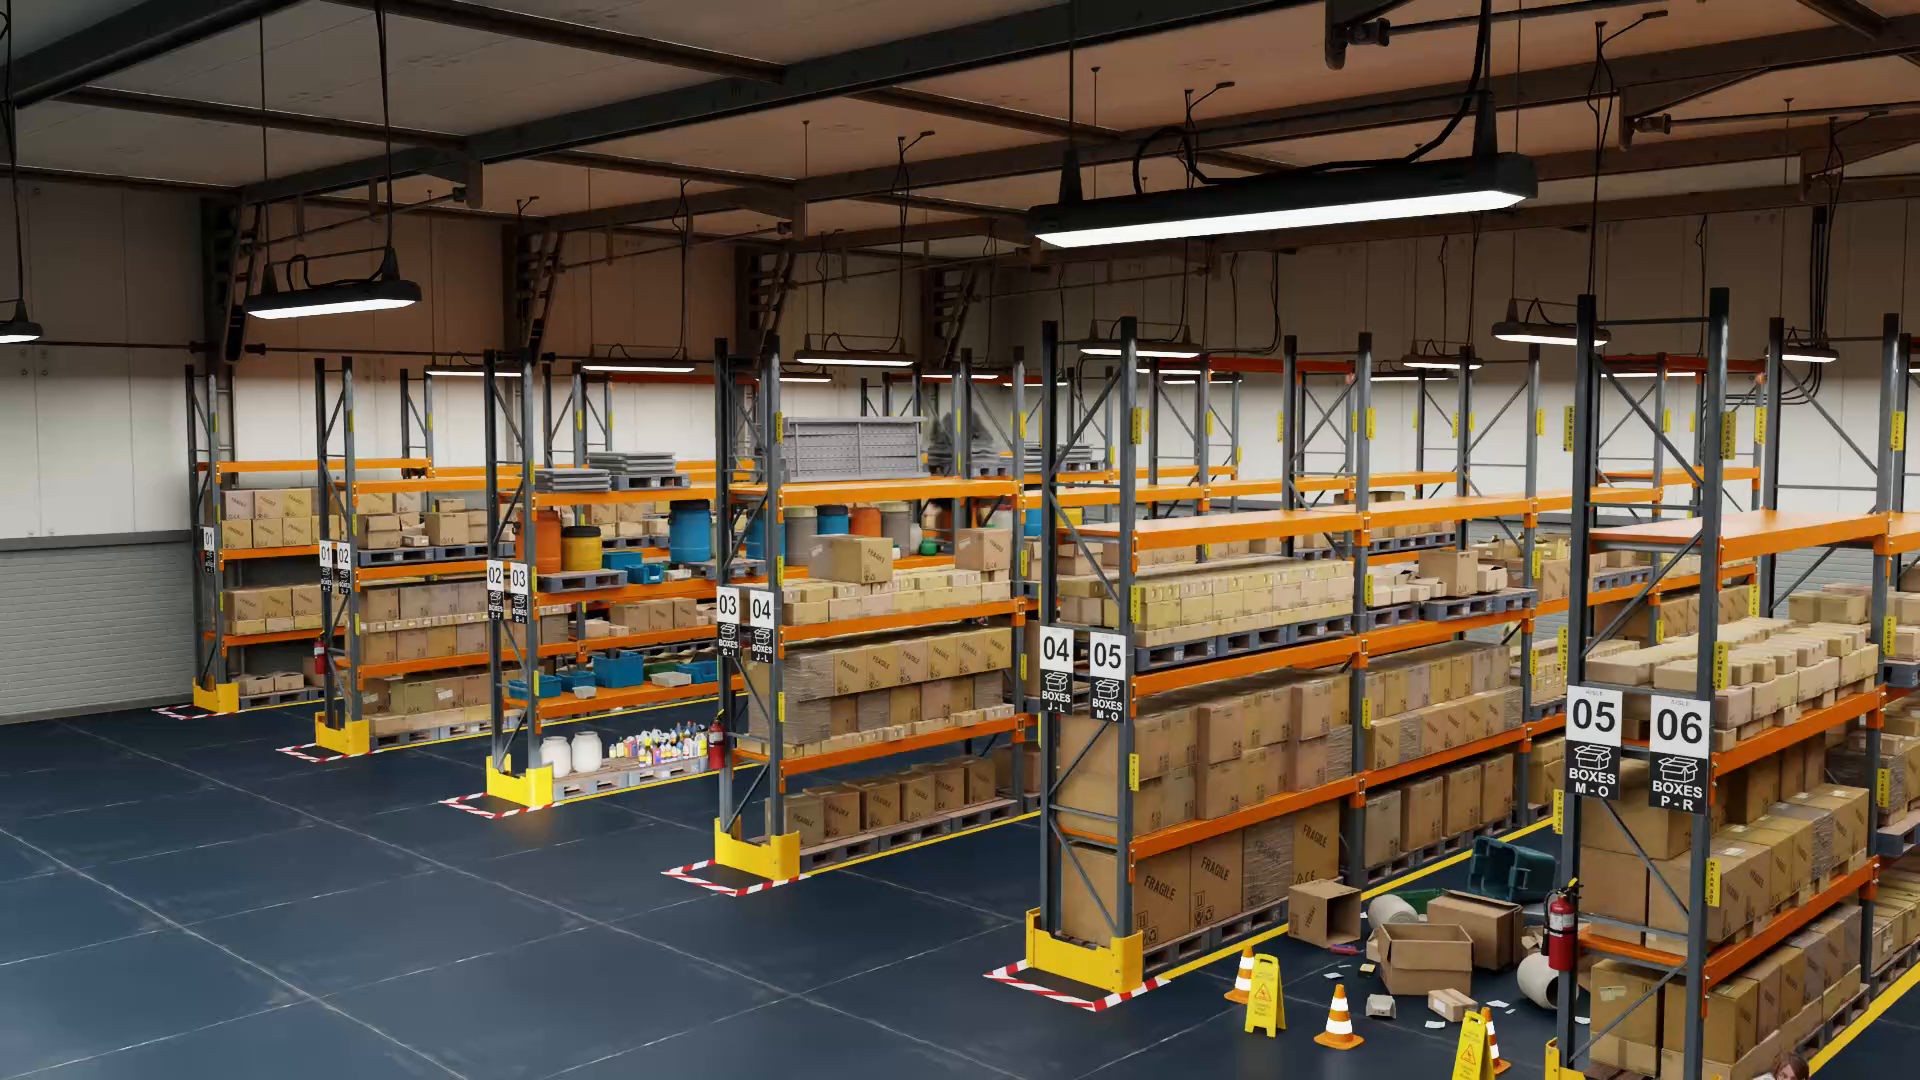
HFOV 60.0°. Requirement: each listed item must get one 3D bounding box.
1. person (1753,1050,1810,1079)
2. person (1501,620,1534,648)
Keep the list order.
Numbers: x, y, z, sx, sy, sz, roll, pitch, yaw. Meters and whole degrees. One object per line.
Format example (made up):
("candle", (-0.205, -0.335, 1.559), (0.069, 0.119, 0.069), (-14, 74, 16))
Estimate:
("person", (4.862, 3.670, 9.793), (0.534, 1.466, 0.890), (3, 5, 33))
("person", (10.230, 2.023, 30.547), (0.575, 1.591, 0.563), (1, 5, 16))
